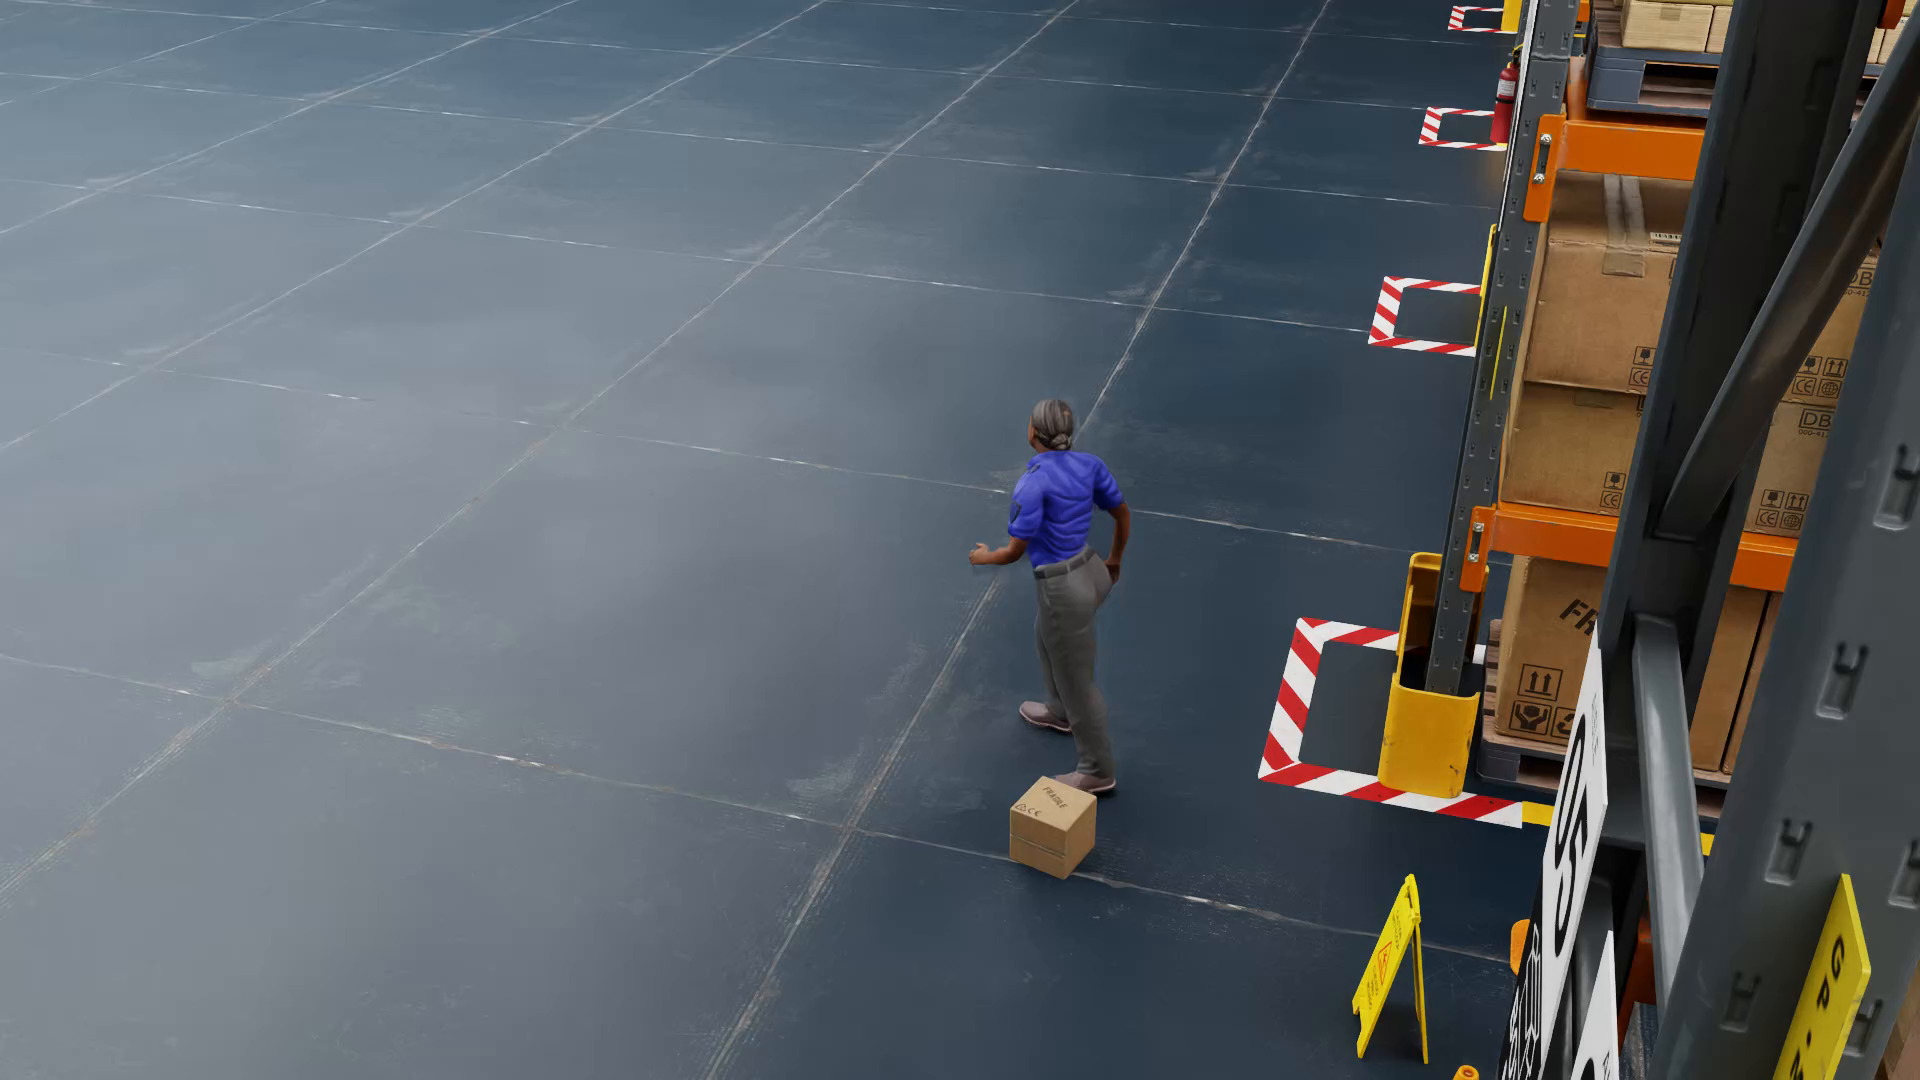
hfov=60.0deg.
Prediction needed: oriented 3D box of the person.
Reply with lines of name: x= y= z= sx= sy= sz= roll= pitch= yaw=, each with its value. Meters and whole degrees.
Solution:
person: x=0.399 y=0.201 z=6.834 sx=0.761 sy=1.612 sz=0.649 roll=16 pitch=33 yaw=27
